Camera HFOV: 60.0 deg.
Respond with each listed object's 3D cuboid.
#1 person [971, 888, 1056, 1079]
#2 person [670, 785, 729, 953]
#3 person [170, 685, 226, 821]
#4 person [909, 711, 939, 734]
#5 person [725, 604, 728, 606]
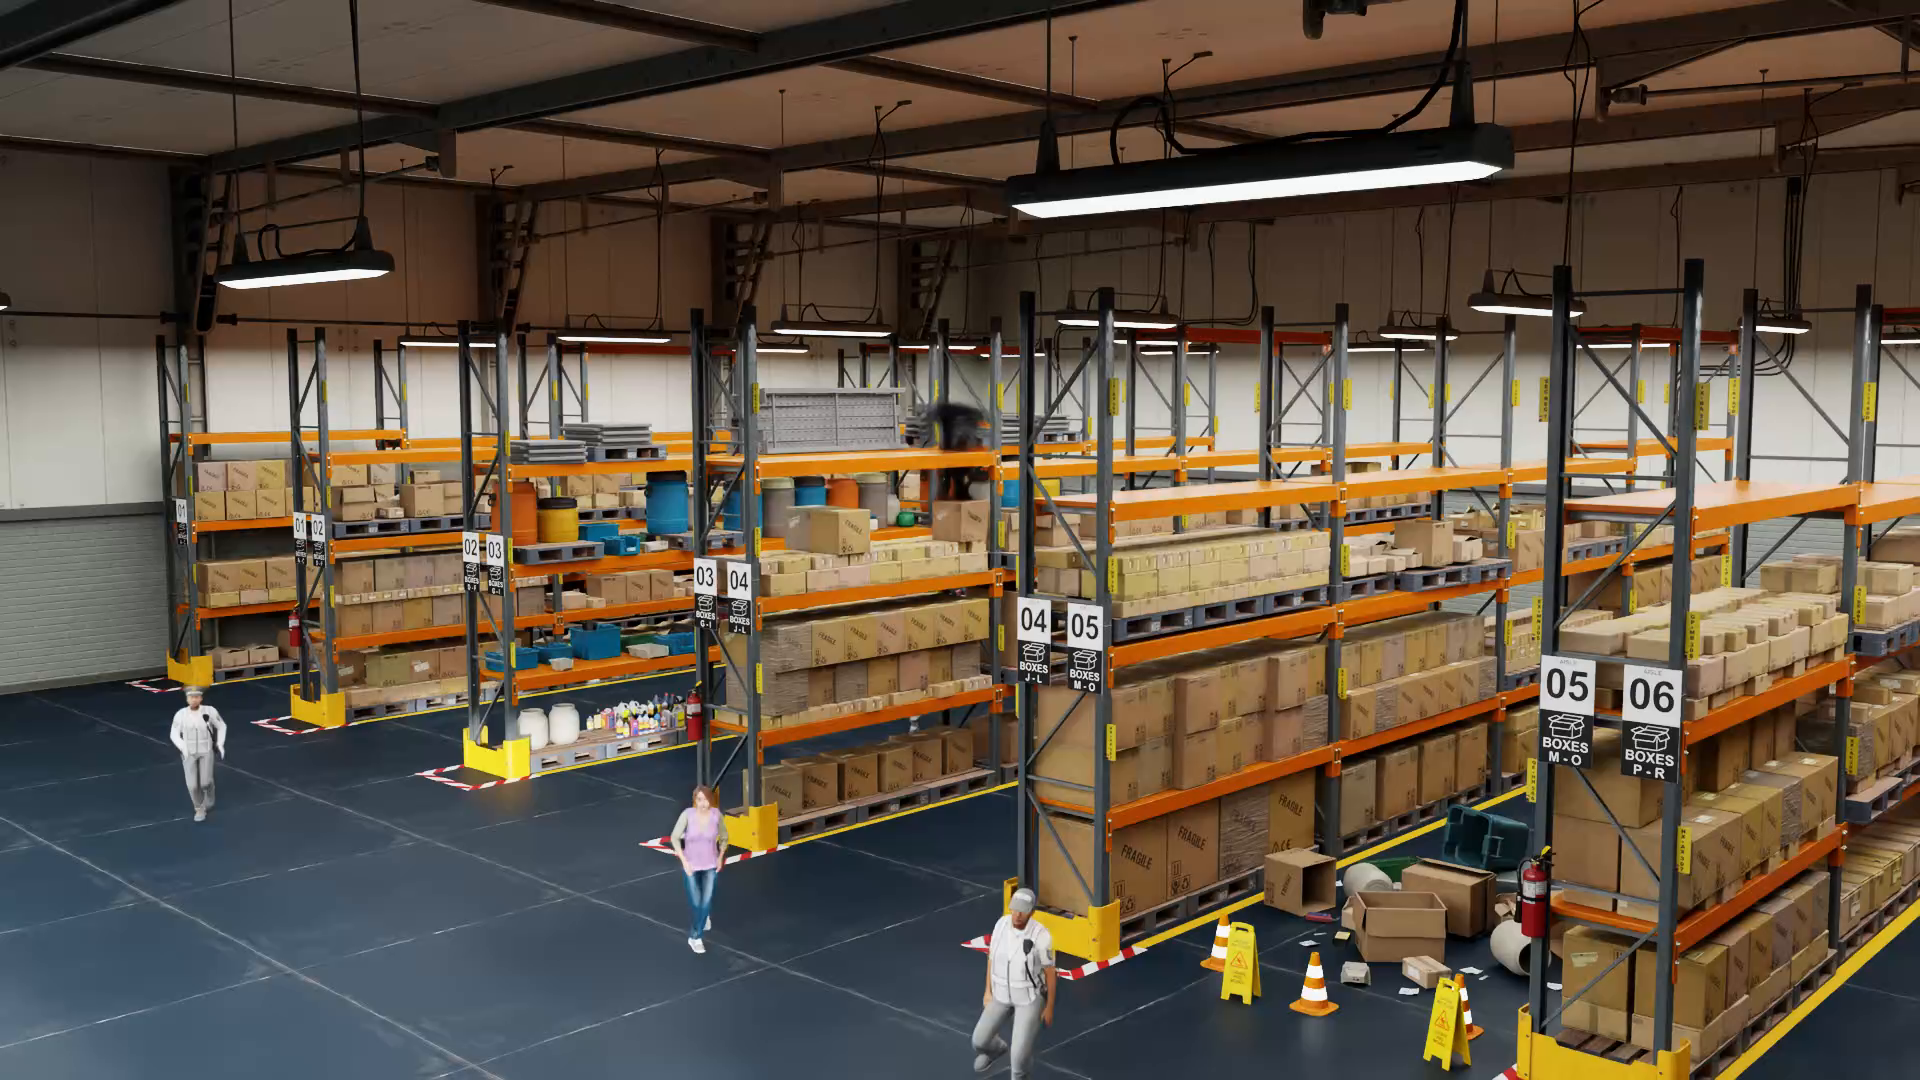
[{"bbox_3d":[0.364,3.237,11.958,0.758,1.591,0.581,3,6,27],"label":"person"},{"bbox_3d":[-2.388,2.979,15.262,0.535,1.555,0.541,-1,6,-13],"label":"person"},{"bbox_3d":[-8.980,2.511,19.618,0.600,1.641,0.562,-2,6,-21],"label":"person"},{"bbox_3d":[-0.499,1.997,24.314,0.833,1.800,0.658,-5,7,-43],"label":"person"},{"bbox_3d":[-4.571,1.166,33.494,0.642,1.721,0.640,5,8,44],"label":"person"}]
